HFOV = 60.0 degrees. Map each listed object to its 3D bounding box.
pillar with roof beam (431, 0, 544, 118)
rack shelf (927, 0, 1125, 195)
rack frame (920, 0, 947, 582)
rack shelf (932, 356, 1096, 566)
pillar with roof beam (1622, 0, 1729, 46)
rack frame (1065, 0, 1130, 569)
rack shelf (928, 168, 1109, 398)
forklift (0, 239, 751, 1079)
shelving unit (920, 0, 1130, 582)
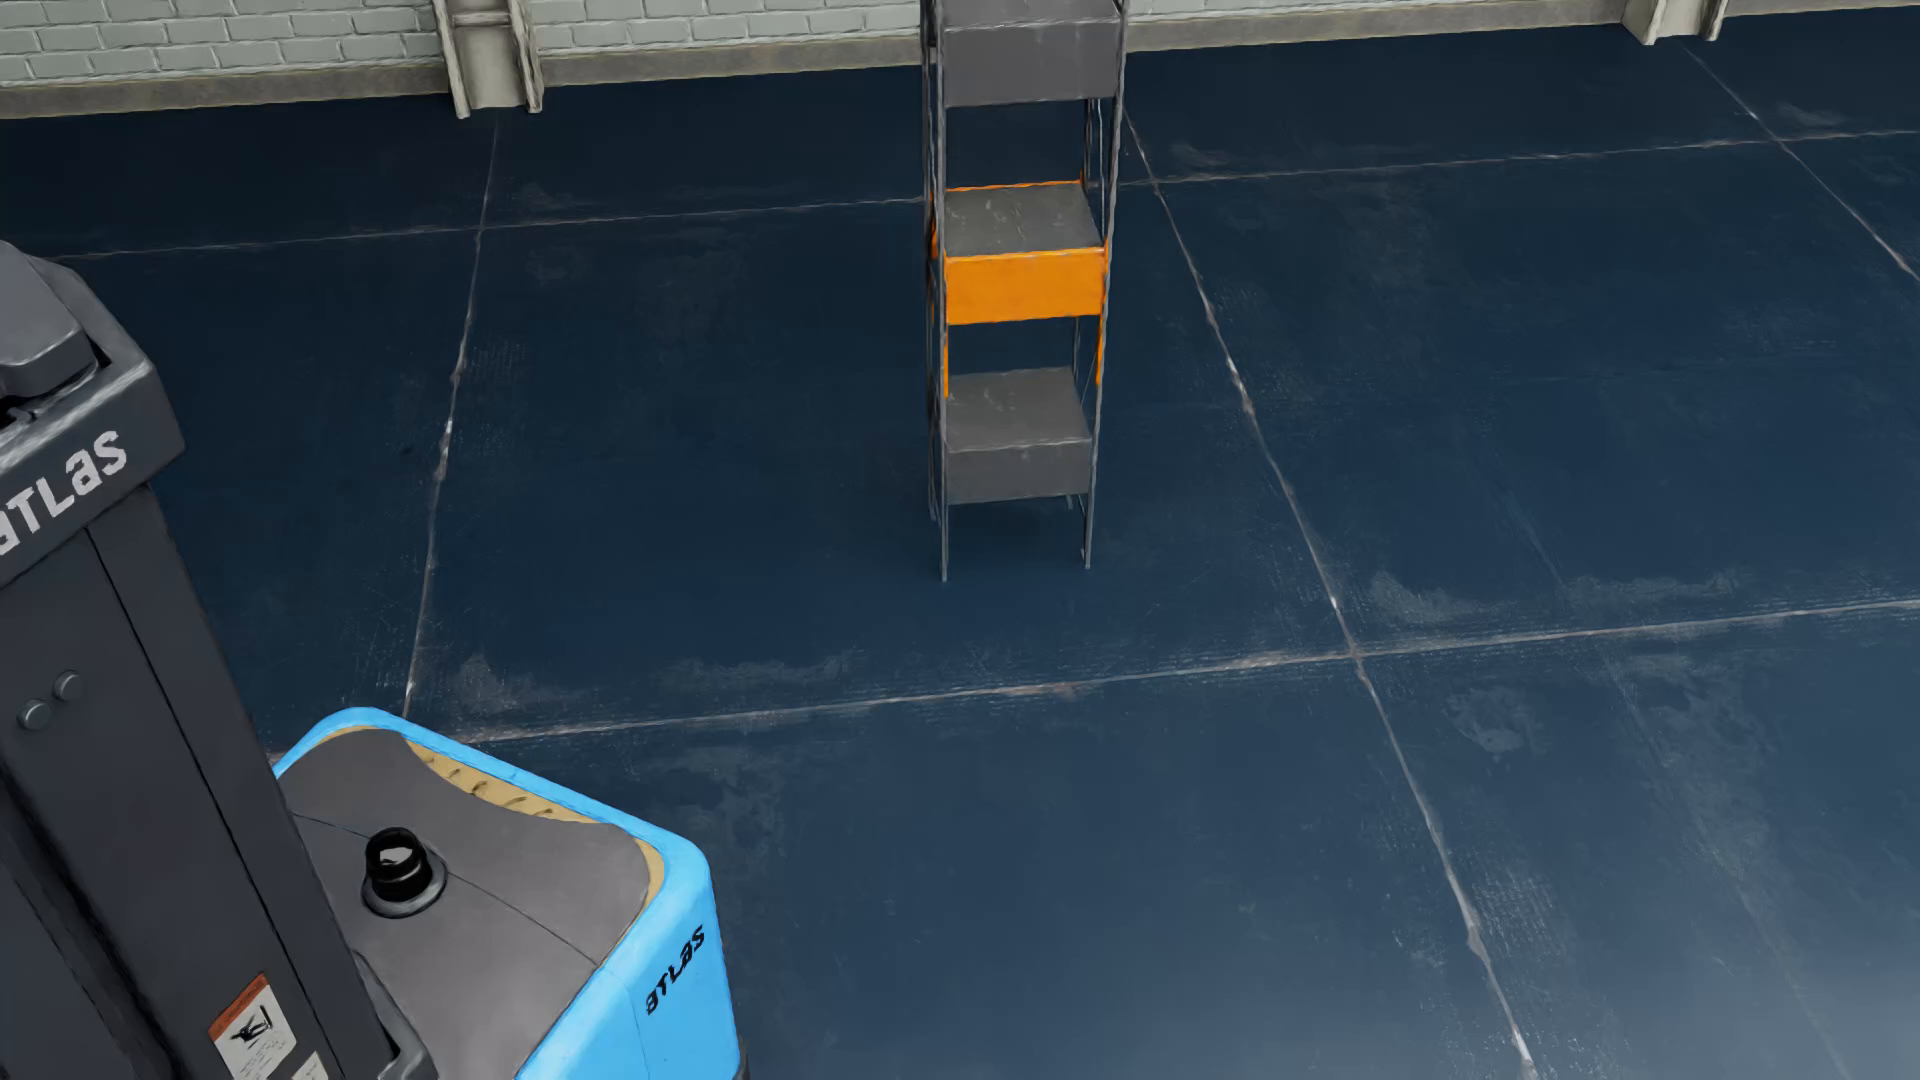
[{"bbox_3d":[-1.686,-2.630,1.947,0.400,9.000,9.100,-5,42,-6],"label":"pillar with roof beam"},{"bbox_3d":[0.164,-1.304,4.603,0.480,0.518,0.431,-5,42,-6],"label":"rack shelf"},{"bbox_3d":[-0.078,-0.773,5.039,0.015,2.100,0.400,-5,42,-6],"label":"rack frame"},{"bbox_3d":[0.164,-0.264,5.541,0.480,0.518,0.431,-5,42,-6],"label":"rack shelf"},{"bbox_3d":[4.263,-3.151,2.525,0.400,9.000,9.100,-5,42,-6],"label":"pillar with roof beam"},{"bbox_3d":[0.406,-0.815,5.086,0.015,2.100,0.400,-5,42,-6],"label":"rack frame"},{"bbox_3d":[0.164,-0.784,5.072,0.480,0.518,0.431,-5,42,-6],"label":"rack shelf"},{"bbox_3d":[-1.610,1.091,2.352,1.130,2.935,3.031,18,45,19],"label":"forklift"},{"bbox_3d":[0.164,-0.794,5.063,0.503,2.100,0.431,-5,42,-6],"label":"shelving unit"}]
